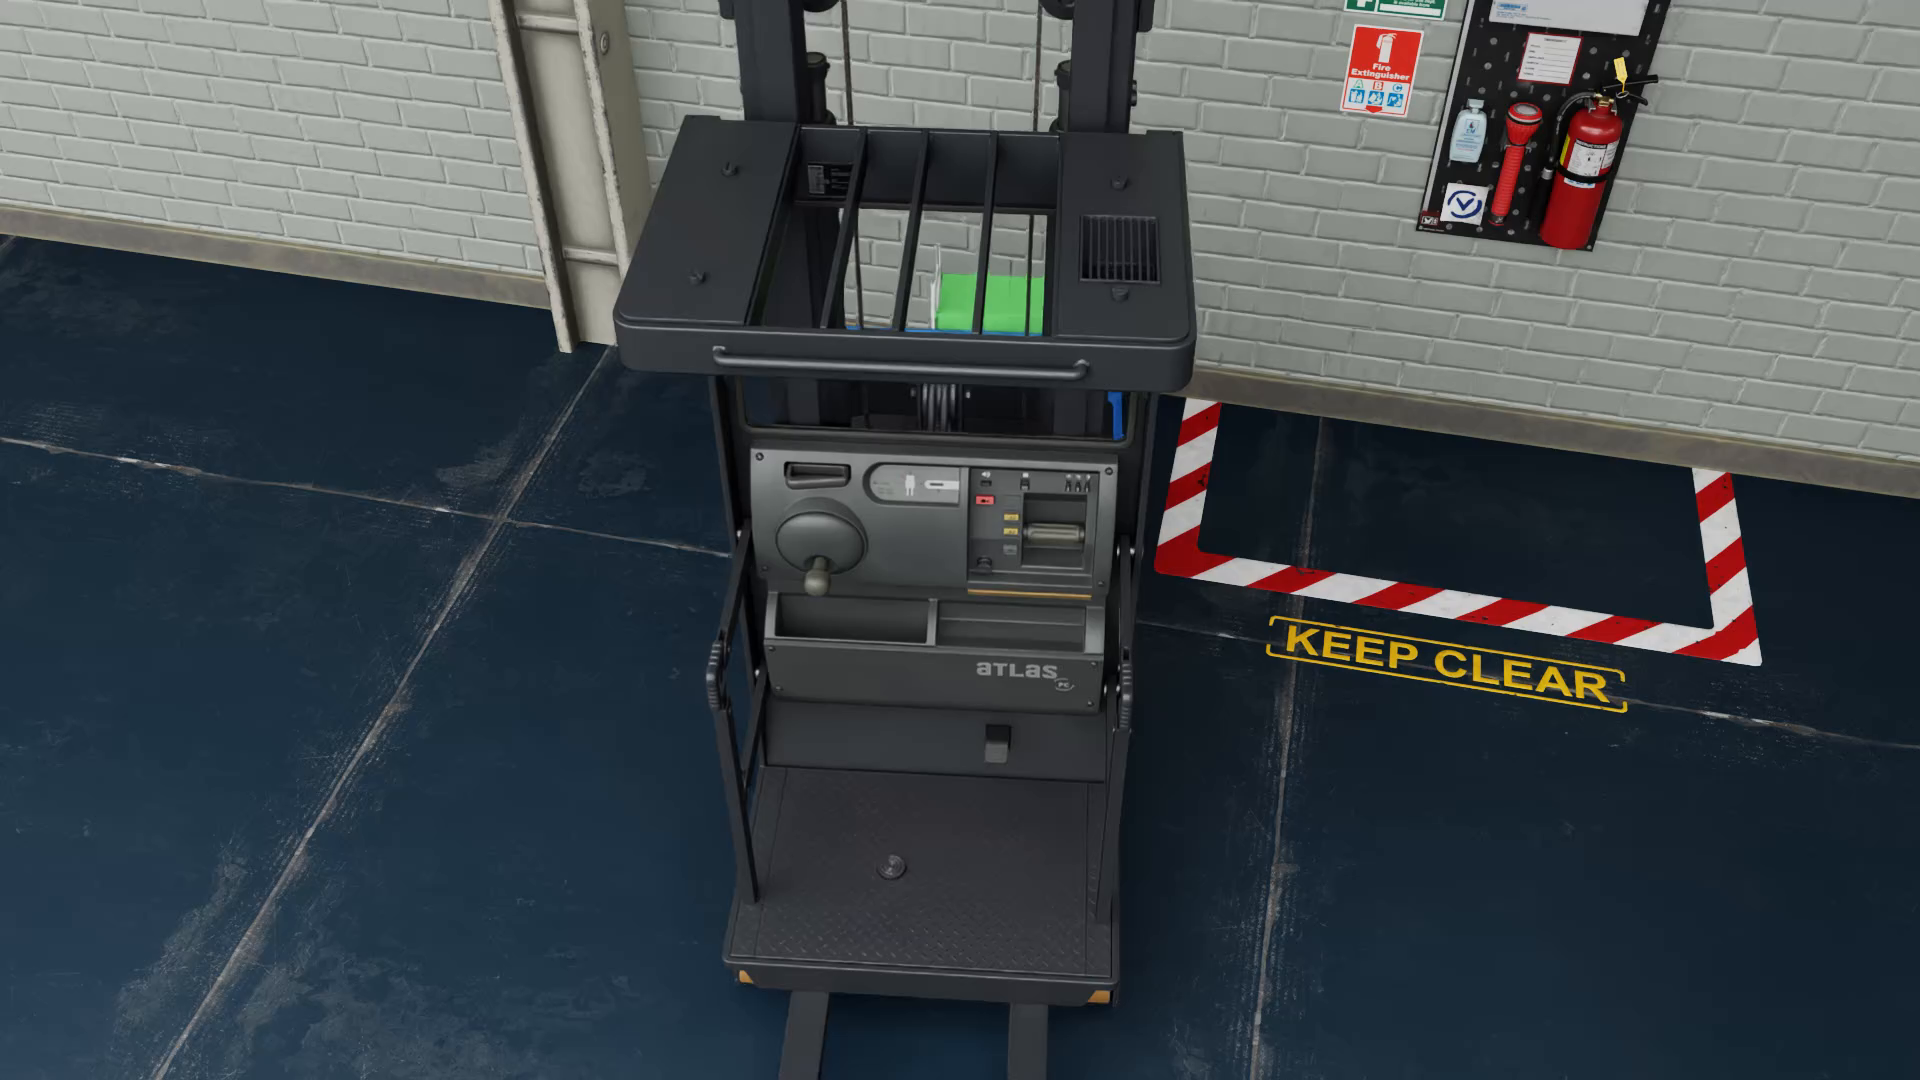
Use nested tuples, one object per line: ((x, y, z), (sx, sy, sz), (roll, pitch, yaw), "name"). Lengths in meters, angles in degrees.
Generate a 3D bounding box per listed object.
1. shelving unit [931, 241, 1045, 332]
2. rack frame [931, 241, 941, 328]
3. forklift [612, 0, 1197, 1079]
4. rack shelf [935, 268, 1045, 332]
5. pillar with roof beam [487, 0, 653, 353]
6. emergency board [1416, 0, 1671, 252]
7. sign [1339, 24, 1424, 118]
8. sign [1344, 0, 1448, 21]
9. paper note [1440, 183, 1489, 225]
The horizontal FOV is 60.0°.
((0.164, -0.473, 5.876), (0.503, 1.200, 0.258), (3, 44, 3), "shelving unit")
((-0.079, -0.484, 5.888), (0.015, 1.200, 0.240), (3, 44, 3), "rack frame")
((-0.080, 0.048, 4.087), (1.130, 2.935, 3.031), (3, 44, 3), "forklift")
((0.164, -0.773, 5.588), (0.480, 0.148, 0.258), (3, 44, 3), "rack shelf")
((-2.422, -1.208, 1.016), (0.400, 9.000, 9.100), (9, 45, 9), "pillar with roof beam")
((1.970, -1.451, 5.595), (0.643, 1.169, 0.194), (9, 45, 9), "emergency board")
((1.453, -1.617, 5.742), (0.234, 0.329, 0.001), (9, 45, 9), "sign")
((1.456, -1.802, 5.551), (0.331, 0.109, 0.001), (9, 45, 9), "sign")
((1.813, -1.207, 5.976), (0.142, 0.148, 0.016), (9, 45, 9), "paper note")
